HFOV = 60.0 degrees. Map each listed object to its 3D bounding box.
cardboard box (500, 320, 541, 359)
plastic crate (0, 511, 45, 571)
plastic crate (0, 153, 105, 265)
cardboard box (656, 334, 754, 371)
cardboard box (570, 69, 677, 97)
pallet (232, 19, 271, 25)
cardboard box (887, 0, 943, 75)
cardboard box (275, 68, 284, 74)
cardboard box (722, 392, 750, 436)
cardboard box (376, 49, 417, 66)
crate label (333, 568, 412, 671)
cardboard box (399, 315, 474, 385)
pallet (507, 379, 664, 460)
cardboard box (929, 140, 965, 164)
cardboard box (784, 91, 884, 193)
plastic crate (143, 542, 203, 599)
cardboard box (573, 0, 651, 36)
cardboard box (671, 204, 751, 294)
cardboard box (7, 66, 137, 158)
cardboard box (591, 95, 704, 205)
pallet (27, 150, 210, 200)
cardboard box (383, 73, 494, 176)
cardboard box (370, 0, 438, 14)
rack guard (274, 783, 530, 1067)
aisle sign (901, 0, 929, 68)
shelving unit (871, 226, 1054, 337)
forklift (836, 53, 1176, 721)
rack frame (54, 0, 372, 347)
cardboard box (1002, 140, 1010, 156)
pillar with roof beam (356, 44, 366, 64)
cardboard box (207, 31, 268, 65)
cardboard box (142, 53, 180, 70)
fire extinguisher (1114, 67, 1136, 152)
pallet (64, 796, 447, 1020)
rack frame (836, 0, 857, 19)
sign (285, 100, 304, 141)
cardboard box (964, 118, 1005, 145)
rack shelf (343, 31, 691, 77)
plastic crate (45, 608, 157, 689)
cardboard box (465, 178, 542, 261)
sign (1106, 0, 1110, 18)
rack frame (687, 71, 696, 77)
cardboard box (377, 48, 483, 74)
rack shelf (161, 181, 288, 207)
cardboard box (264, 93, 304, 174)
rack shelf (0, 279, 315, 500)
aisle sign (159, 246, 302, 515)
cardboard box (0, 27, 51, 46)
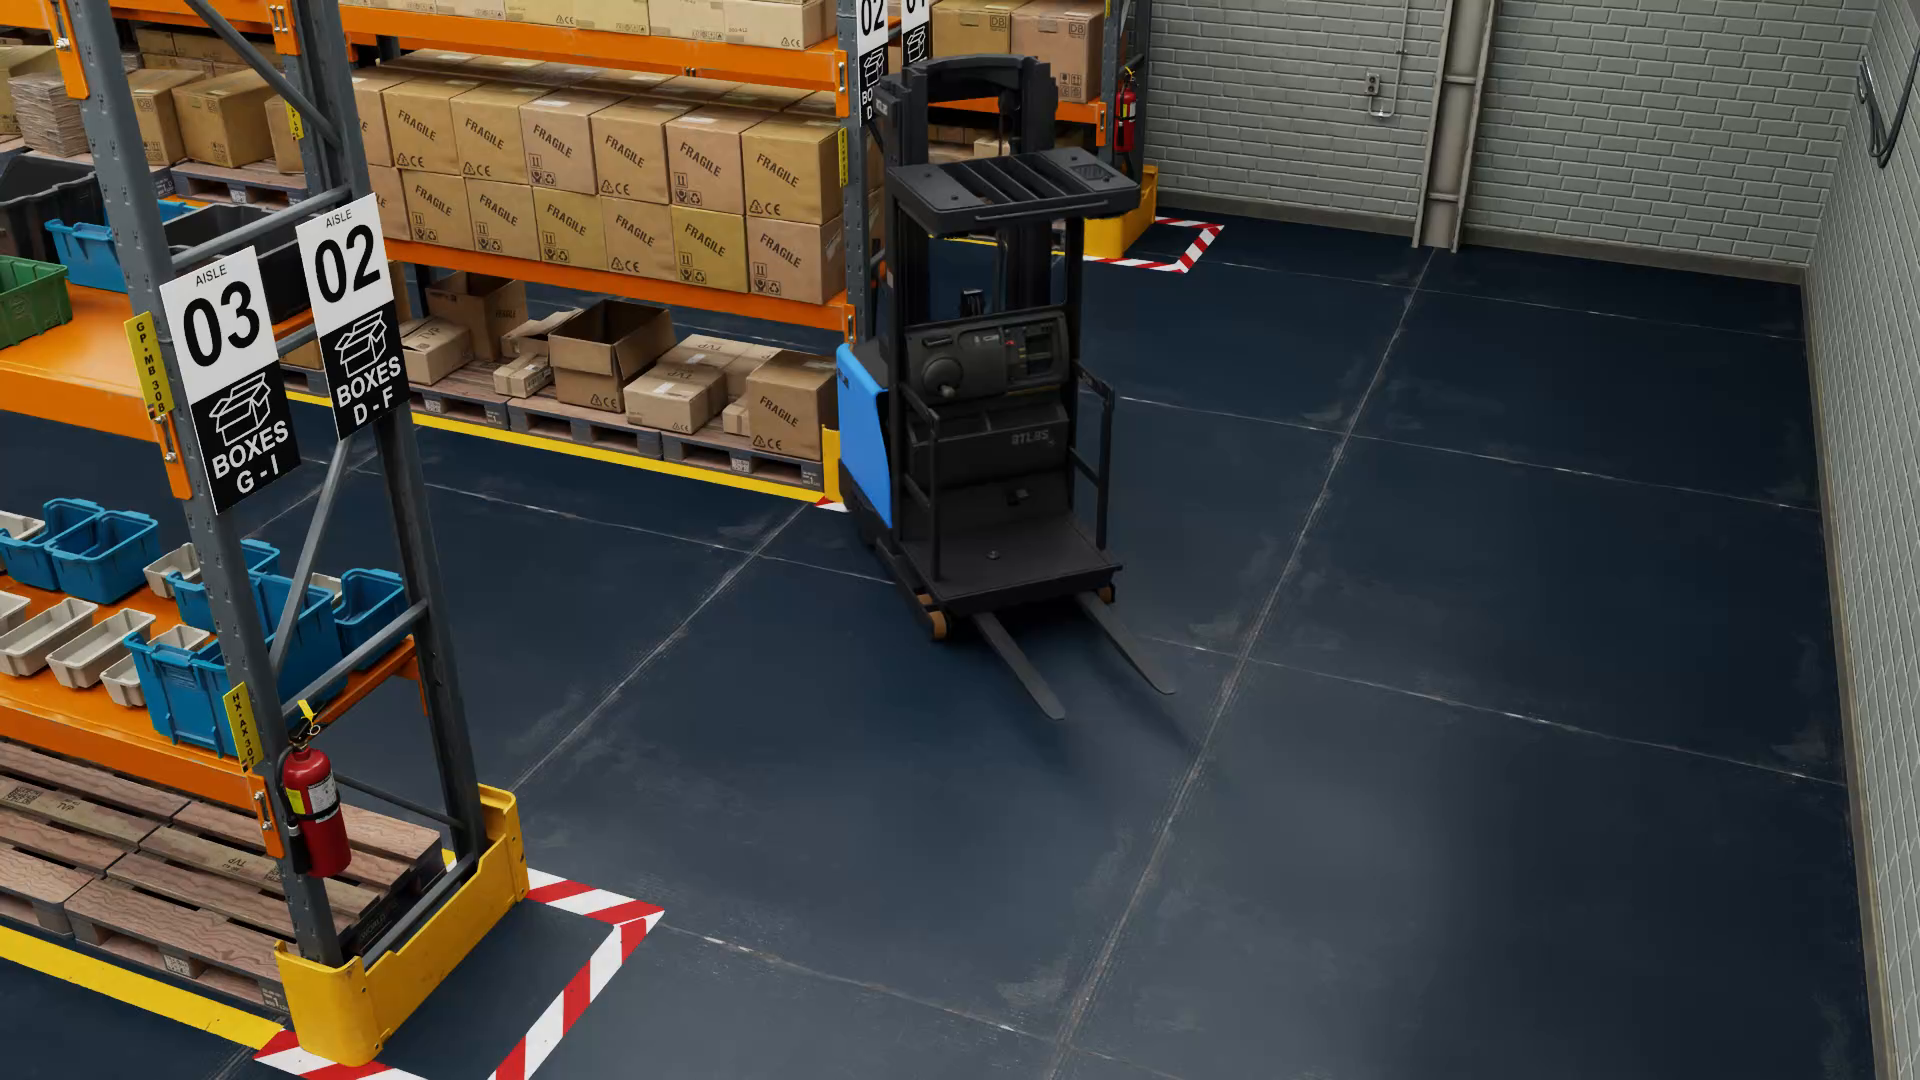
[{"bbox_3d":[-3.138,-1.459,12.145,0.250,0.149,0.380,11,31,19],"label":"cardboard box"},{"bbox_3d":[-4.282,0.005,7.311,0.466,0.136,0.293,11,31,19],"label":"plastic crate"},{"bbox_3d":[-3.614,-1.216,6.278,0.767,0.338,0.504,11,31,19],"label":"plastic crate"},{"bbox_3d":[-1.760,-1.196,11.576,0.500,0.250,0.500,11,31,19],"label":"cardboard box"},{"bbox_3d":[-2.168,-2.749,10.860,0.500,0.500,0.500,11,31,19],"label":"cardboard box"},{"bbox_3d":[-6.691,-5.526,17.084,1.003,0.211,1.213,11,31,19],"label":"pallet"},{"bbox_3d":[-0.435,-4.541,14.842,0.700,0.700,0.980,10,31,17],"label":"cardboard box"},{"bbox_3d":[-7.111,-4.887,17.853,0.500,0.500,0.700,11,31,19],"label":"cardboard box"},{"bbox_3d":[-1.374,-0.849,11.047,0.250,0.166,0.380,11,31,19],"label":"cardboard box"},{"bbox_3d":[-5.358,-4.577,16.969,0.750,0.750,0.750,11,31,18],"label":"cardboard box"},{"bbox_3d":[-2.407,0.322,6.652,0.303,0.233,0.416,11,31,19],"label":"crate label"},{"bbox_3d":[-3.835,-1.371,11.825,0.500,0.311,0.500,11,31,19],"label":"cardboard box"},{"bbox_3d":[-2.372,-0.960,11.646,1.213,0.211,1.003,11,31,19],"label":"pallet"},{"bbox_3d":[-0.193,-3.410,15.259,0.500,0.500,0.700,10,31,17],"label":"cardboard box"},{"bbox_3d":[-0.748,-2.468,10.361,0.500,0.500,0.500,12,32,21],"label":"cardboard box"},{"bbox_3d":[-3.302,0.141,7.070,0.298,0.136,0.250,11,31,19],"label":"plastic crate"},{"bbox_3d":[-1.939,-3.186,9.854,0.500,0.250,0.500,11,31,19],"label":"cardboard box"},{"bbox_3d":[-1.436,-1.883,10.343,0.500,0.500,0.500,12,31,20],"label":"cardboard box"},{"bbox_3d":[-6.448,-3.172,12.196,0.500,0.500,0.700,18,34,28],"label":"cardboard box"},{"bbox_3d":[-1.903,-2.409,10.258,0.500,0.500,0.500,12,32,20],"label":"cardboard box"},{"bbox_3d":[-6.045,-2.826,12.307,1.213,0.211,1.003,11,31,19],"label":"pallet"},{"bbox_3d":[-3.334,-2.695,10.763,0.500,0.500,0.500,10,31,18],"label":"cardboard box"},{"bbox_3d":[-3.323,-3.470,10.356,0.500,0.250,0.500,11,31,19],"label":"cardboard box"},{"bbox_3d":[-2.275,1.558,6.897,0.348,0.500,1.175,11,31,19],"label":"rack guard"},{"bbox_3d":[-0.263,-3.040,9.849,0.004,0.787,0.394,11,31,19],"label":"aisle sign"},{"bbox_3d":[-0.030,-1.259,10.790,1.048,1.500,0.538,-19,39,-33],"label":"shelving unit"},{"bbox_3d":[0.233,-0.953,8.869,1.130,2.935,3.031,-11,31,-18],"label":"forklift"},{"bbox_3d":[-2.302,-2.141,4.803,0.127,3.000,1.000,11,31,19],"label":"rack frame"},{"bbox_3d":[0.549,-3.448,14.667,0.250,0.149,0.380,11,31,19],"label":"cardboard box"},{"bbox_3d":[-8.488,-6.810,13.064,0.400,9.000,9.100,11,31,19],"label":"pillar with roof beam"},{"bbox_3d":[-7.660,-5.292,17.807,0.500,0.250,0.500,11,31,19],"label":"cardboard box"},{"bbox_3d":[-8.511,-5.168,18.350,0.500,0.500,0.700,11,31,18],"label":"cardboard box"},{"bbox_3d":[1.389,-3.612,13.960,0.183,0.674,0.296,11,31,19],"label":"fire extinguisher"},{"bbox_3d":[-3.052,1.515,7.267,1.213,0.211,1.003,11,31,19],"label":"pallet"},{"bbox_3d":[-0.436,-4.398,8.798,0.127,3.000,1.000,11,31,19],"label":"rack frame"},{"bbox_3d":[-4.348,-2.777,10.849,0.005,0.325,0.100,11,31,19],"label":"sign"},{"bbox_3d":[0.226,-3.715,15.140,0.250,0.149,0.380,12,31,20],"label":"cardboard box"},{"bbox_3d":[-4.137,-4.843,16.412,4.000,0.370,1.077,11,31,19],"label":"rack shelf"},{"bbox_3d":[-3.389,0.431,6.557,0.243,0.136,0.396,11,31,19],"label":"plastic crate"},{"bbox_3d":[-2.835,-2.165,10.841,0.500,0.500,0.500,11,31,19],"label":"cardboard box"},{"bbox_3d":[1.206,-4.408,13.495,0.005,0.325,0.100,11,31,19],"label":"sign"},{"bbox_3d":[-2.284,-4.786,15.581,0.127,3.000,1.000,11,31,19],"label":"rack frame"},{"bbox_3d":[-3.577,-3.030,11.356,0.500,0.500,0.500,11,31,19],"label":"cardboard box"},{"bbox_3d":[-5.996,-2.584,12.415,4.000,0.370,1.077,11,31,19],"label":"rack shelf"},{"bbox_3d":[-4.498,-2.943,11.791,0.500,0.500,0.700,1,30,2],"label":"cardboard box"},{"bbox_3d":[-4.155,-0.892,6.373,4.000,0.370,1.077,11,31,19],"label":"rack shelf"},{"bbox_3d":[-2.345,-0.514,5.380,0.004,0.787,0.394,11,31,19],"label":"aisle sign"},{"bbox_3d":[-10.674,-5.543,19.013,0.500,0.500,0.500,9,31,15],"label":"cardboard box"}]
